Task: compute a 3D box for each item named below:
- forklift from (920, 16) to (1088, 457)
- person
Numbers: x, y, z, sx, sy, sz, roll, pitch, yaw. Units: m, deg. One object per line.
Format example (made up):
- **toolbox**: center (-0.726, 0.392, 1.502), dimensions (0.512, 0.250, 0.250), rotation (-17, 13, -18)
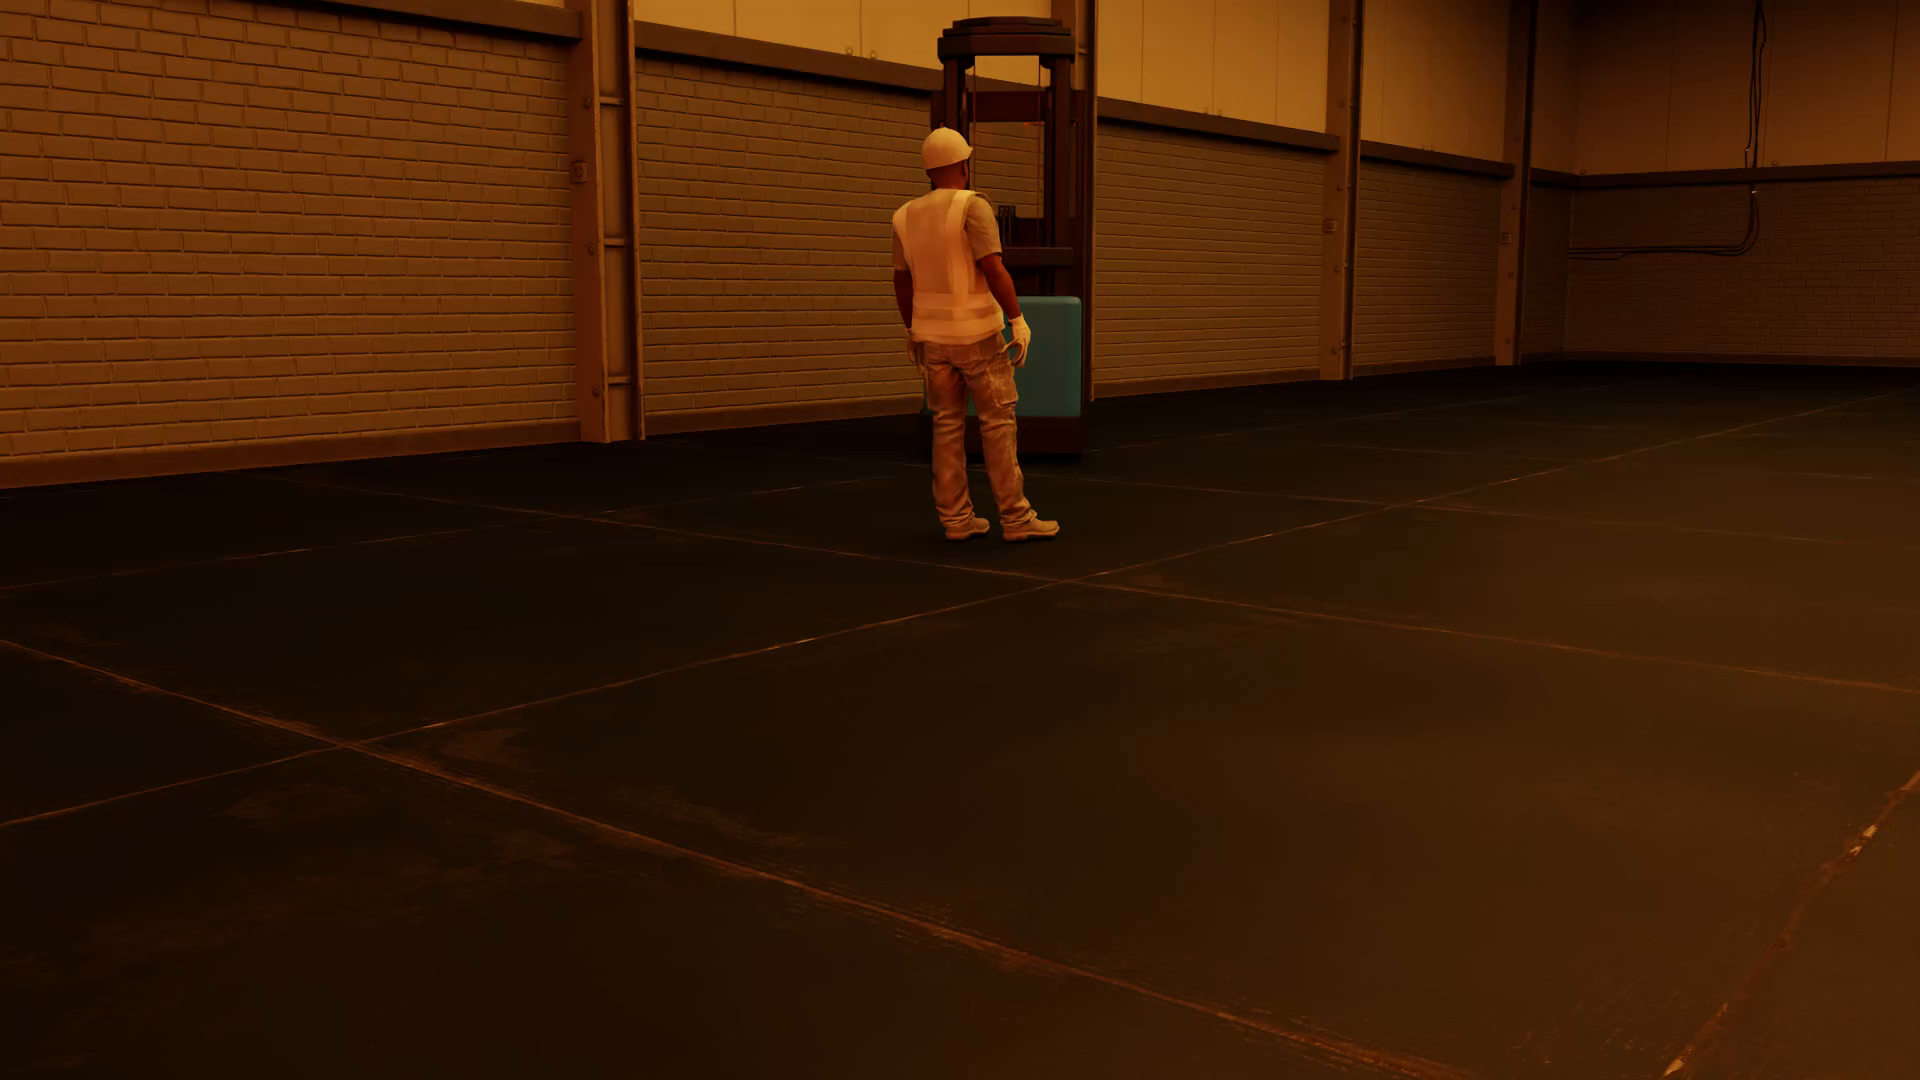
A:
- **forklift**: center (0.351, -2.157, 12.022), dimensions (1.130, 2.935, 3.031), rotation (0, 8, 3)
- **person**: center (0.052, -0.896, 7.326), dimensions (0.656, 1.784, 0.574), rotation (7, 11, 38)
